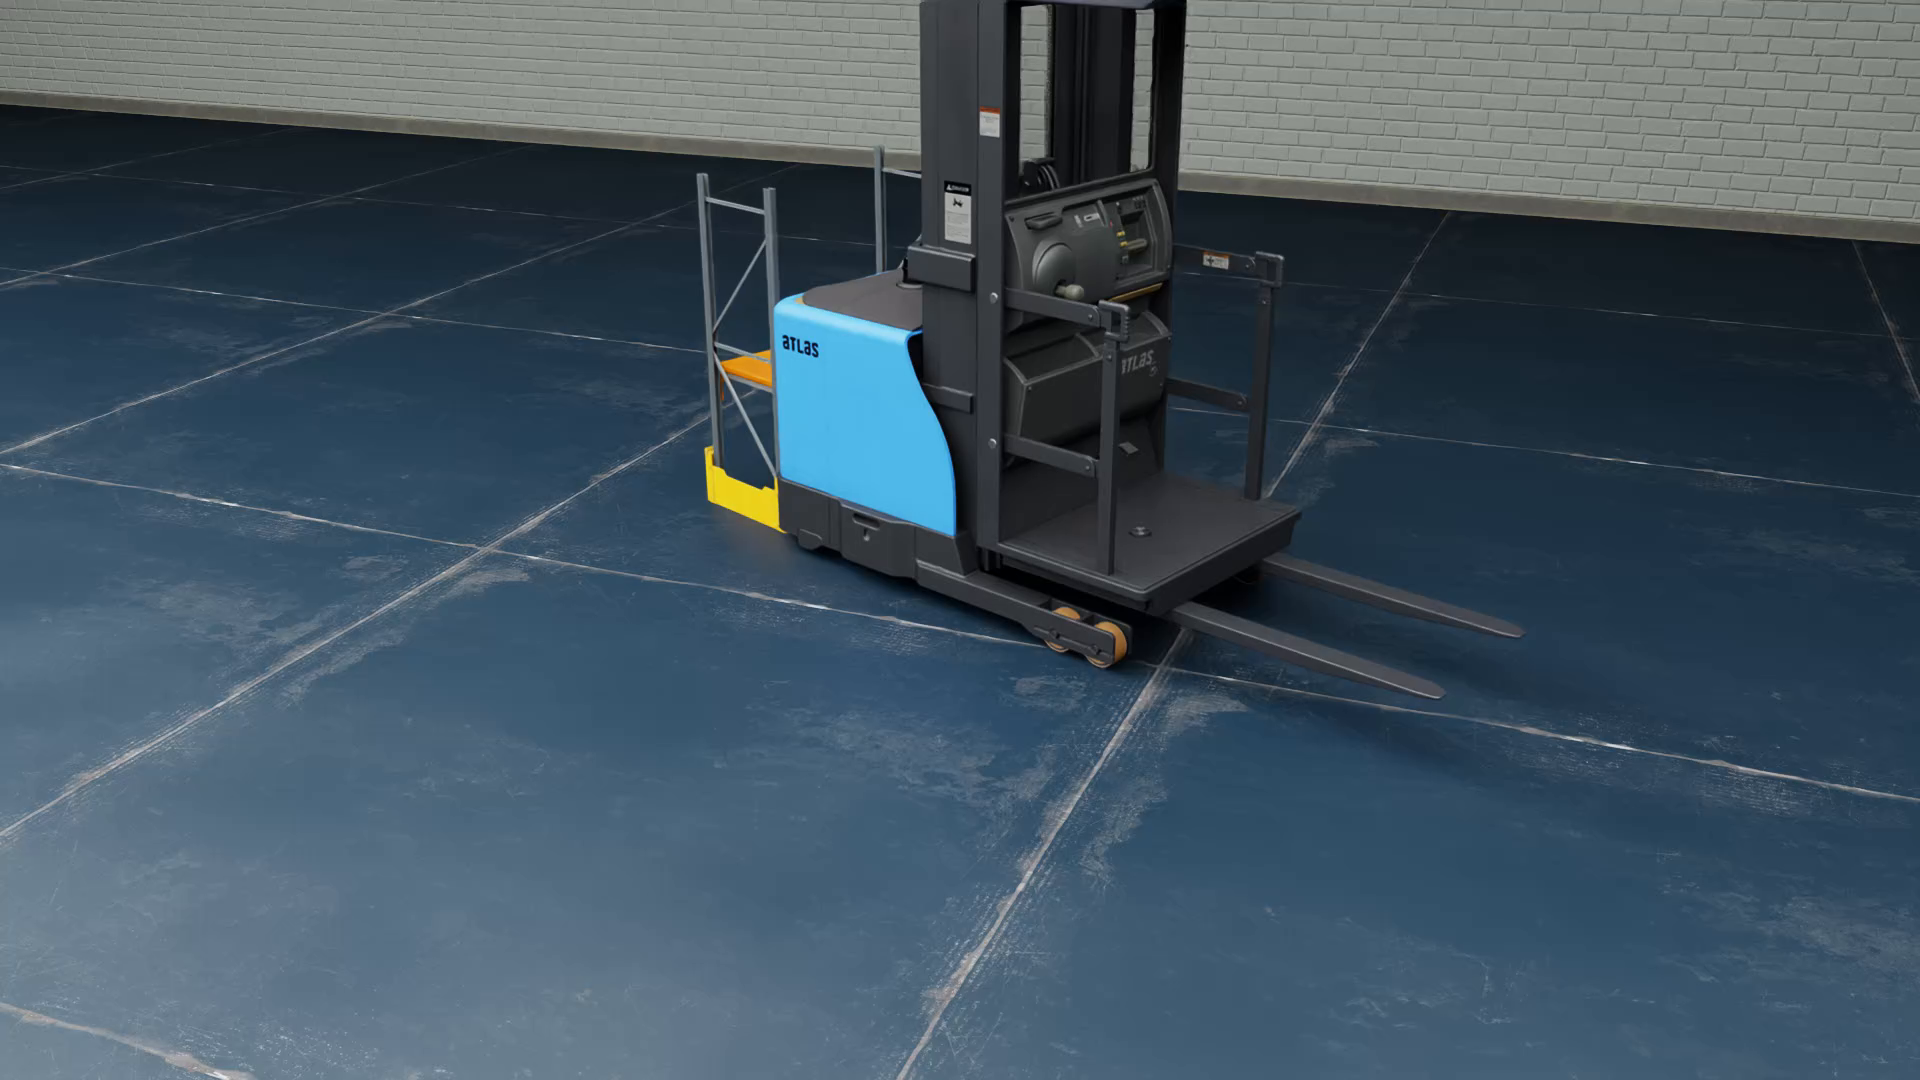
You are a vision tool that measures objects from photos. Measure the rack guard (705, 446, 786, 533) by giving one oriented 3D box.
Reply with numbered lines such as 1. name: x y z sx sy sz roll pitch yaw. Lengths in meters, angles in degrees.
1. rack guard: -0.940 -0.233 7.483 0.087 0.250 0.587 -21 30 -40

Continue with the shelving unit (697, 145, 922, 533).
1. shelving unit: -0.585 -0.944 7.565 1.083 1.500 0.587 -21 30 -40

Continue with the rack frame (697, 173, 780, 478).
1. rack frame: -0.941 -0.809 7.242 0.032 1.500 0.500 -21 30 -40

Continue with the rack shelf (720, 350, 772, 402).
1. rack shelf: -0.579 -0.781 7.640 1.000 0.185 0.538 -21 30 -40

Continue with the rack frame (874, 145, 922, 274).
1. rack frame: -0.217 -1.084 7.900 0.032 1.500 0.500 -21 30 -40

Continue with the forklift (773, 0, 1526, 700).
1. forklift: 0.653 -1.110 6.106 3.031 2.935 1.130 19 29 38
